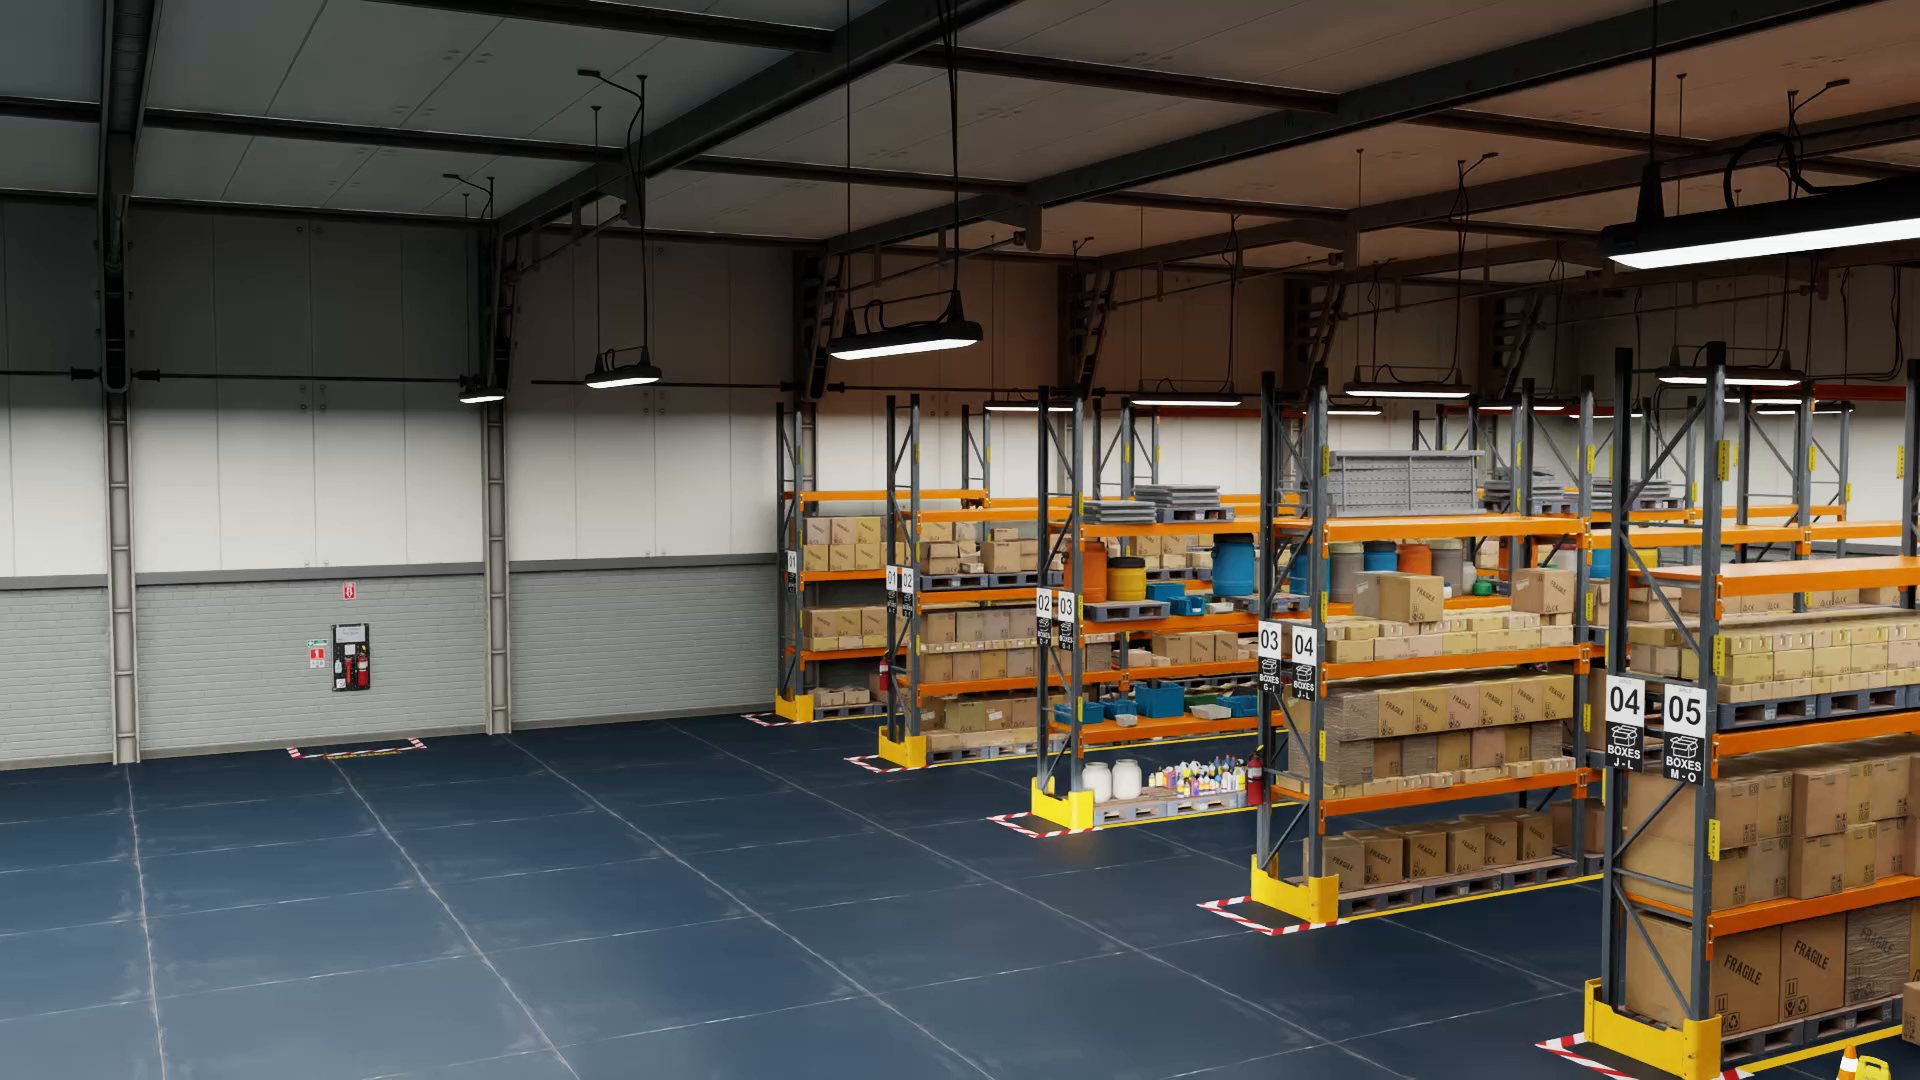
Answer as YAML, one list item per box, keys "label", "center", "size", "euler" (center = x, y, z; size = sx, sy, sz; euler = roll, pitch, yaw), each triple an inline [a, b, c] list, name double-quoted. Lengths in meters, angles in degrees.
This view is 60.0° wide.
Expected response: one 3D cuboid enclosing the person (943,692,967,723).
- label: "person"
  center: [-0.084, 2.662, 29.599]
  size: [0.986, 1.610, 0.466]
  euler: [-1, 3, -19]
